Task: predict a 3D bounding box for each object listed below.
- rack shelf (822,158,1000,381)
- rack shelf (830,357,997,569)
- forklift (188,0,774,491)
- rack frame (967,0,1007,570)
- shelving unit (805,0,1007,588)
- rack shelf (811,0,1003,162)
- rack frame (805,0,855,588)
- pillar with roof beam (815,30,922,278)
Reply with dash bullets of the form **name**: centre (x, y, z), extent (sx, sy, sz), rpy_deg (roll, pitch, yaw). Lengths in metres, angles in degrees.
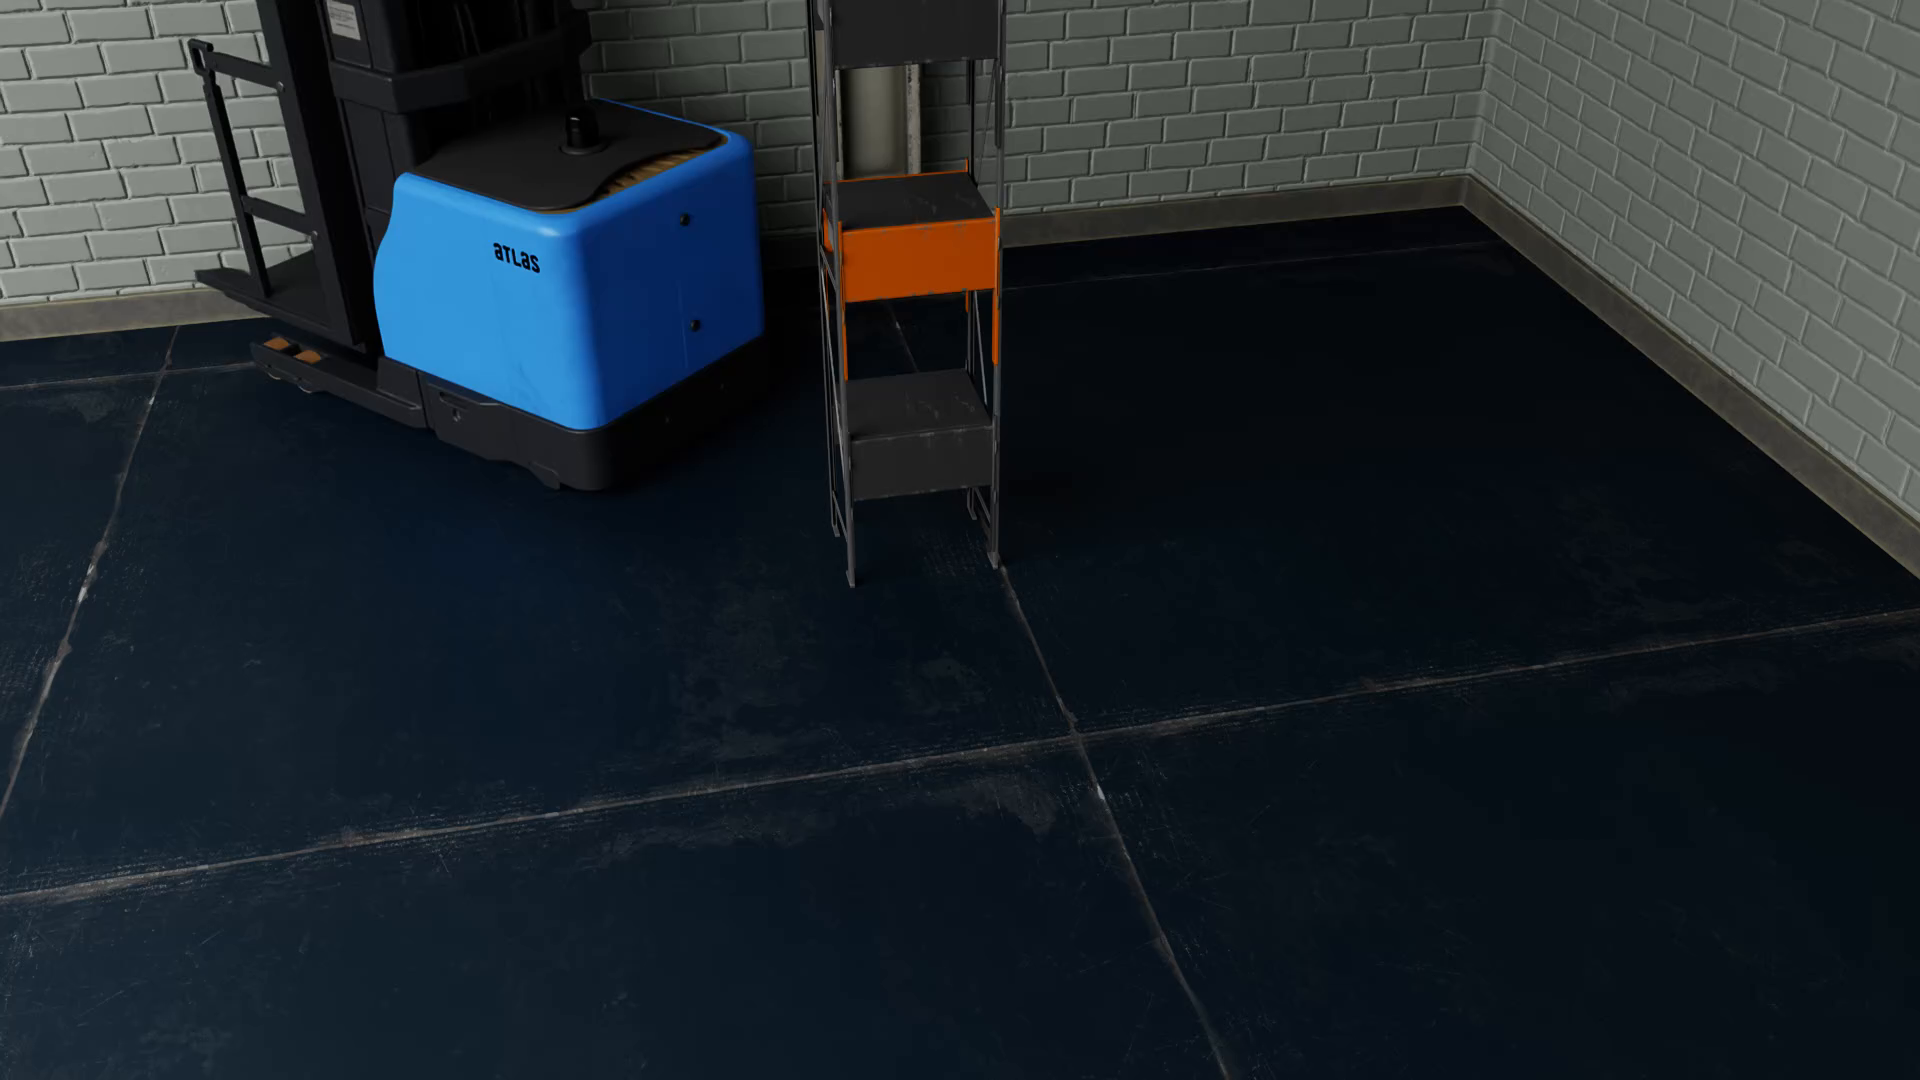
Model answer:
- **rack shelf**: centre (-0.161, -0.840, 5.142), extent (0.480, 0.518, 0.431), rpy_deg (-7, 35, -11)
- **rack shelf**: centre (-0.161, -0.259, 5.532), extent (0.480, 0.518, 0.431), rpy_deg (-7, 35, -11)
- **forklift**: centre (-2.236, -2.024, 6.136), extent (3.031, 2.935, 1.130), rpy_deg (21, 39, 28)
- **rack frame**: centre (0.077, -0.882, 5.179), extent (0.015, 2.100, 0.400), rpy_deg (-7, 35, -11)
- **shelving unit**: centre (-0.161, -0.852, 5.135), extent (0.503, 2.100, 0.431), rpy_deg (-7, 35, -11)
- **rack shelf**: centre (-0.161, -1.421, 4.752), extent (0.480, 0.518, 0.431), rpy_deg (-7, 35, -11)
- **rack frame**: centre (-0.399, -0.822, 5.090), extent (0.015, 2.100, 0.400), rpy_deg (-7, 35, -11)
- **pillar with roof beam**: centre (0.558, -2.621, 1.581), extent (0.400, 9.000, 9.100), rpy_deg (-7, 35, -11)
